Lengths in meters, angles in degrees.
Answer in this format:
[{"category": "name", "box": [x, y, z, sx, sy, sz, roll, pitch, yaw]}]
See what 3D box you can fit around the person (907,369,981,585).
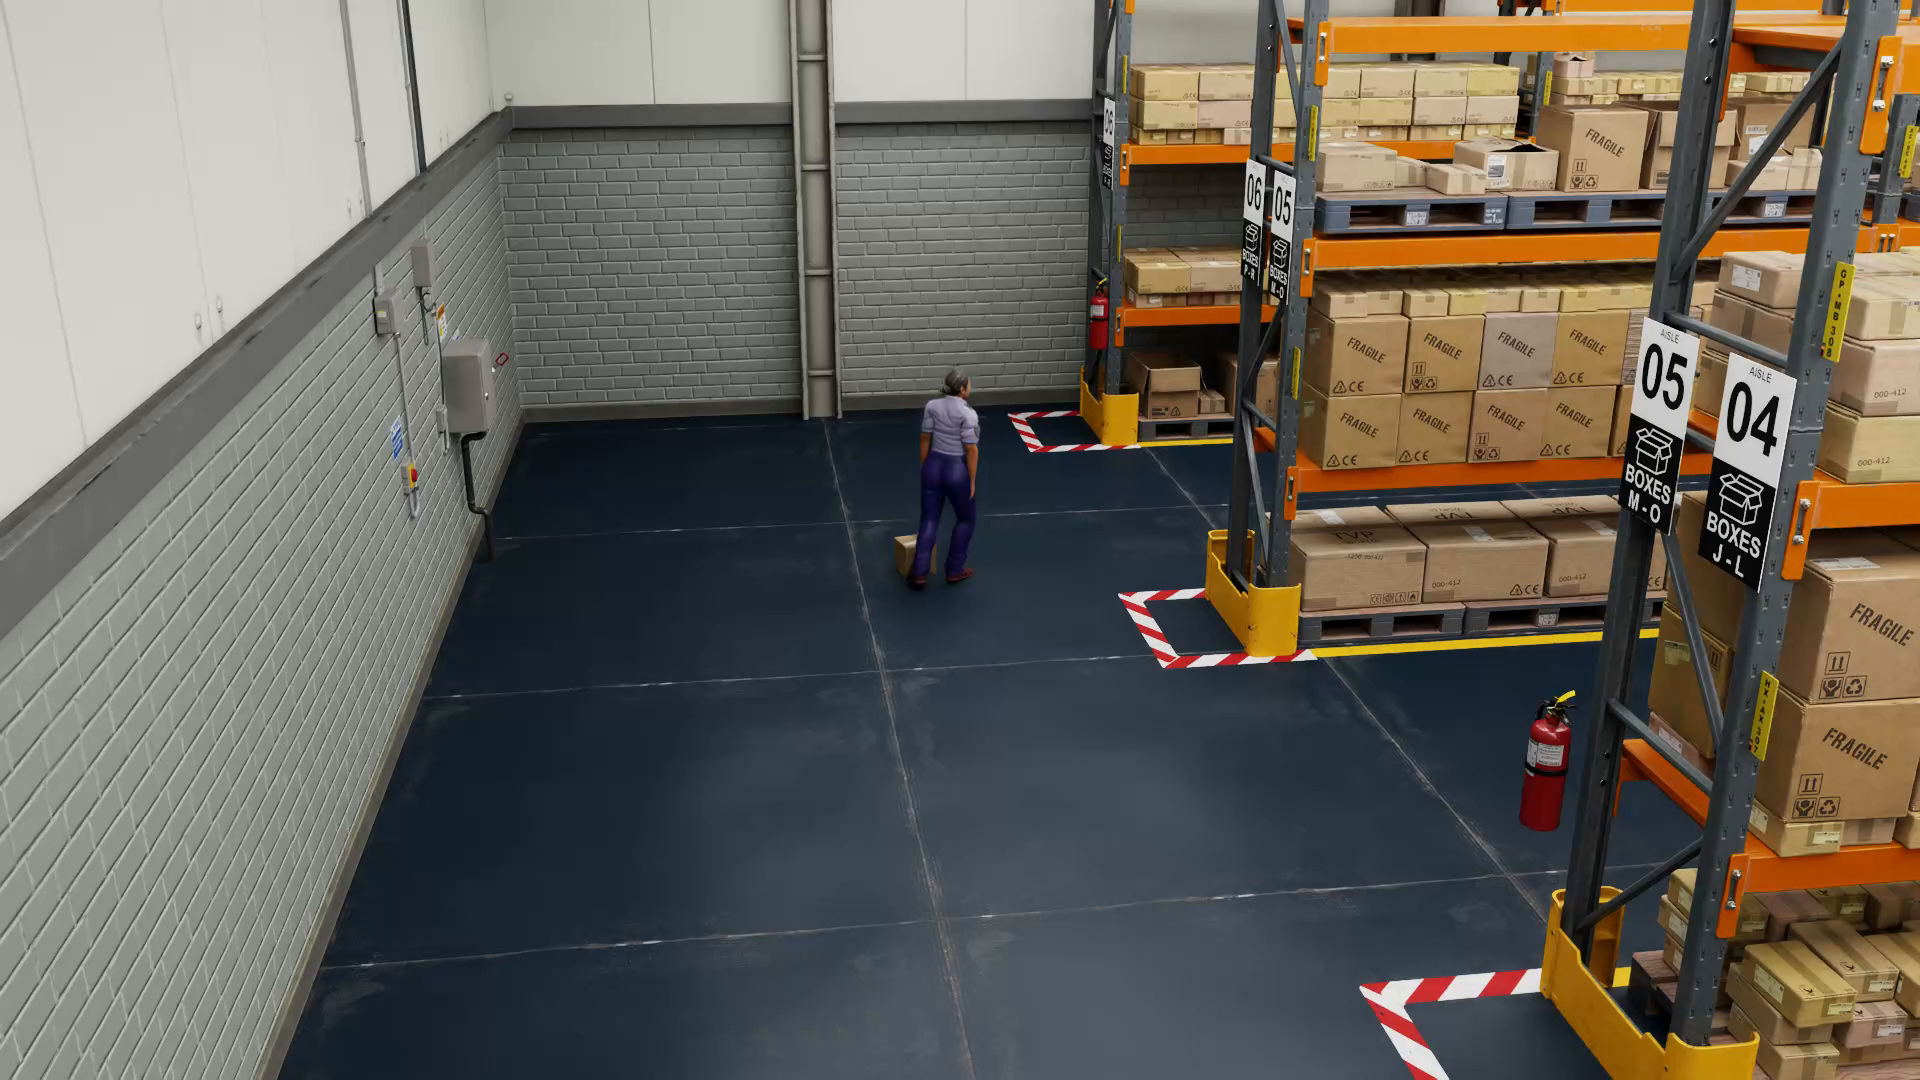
[{"category": "person", "box": [-0.120, -0.452, 12.339, 0.530, 1.633, 0.557, 10, 22, 26]}]
